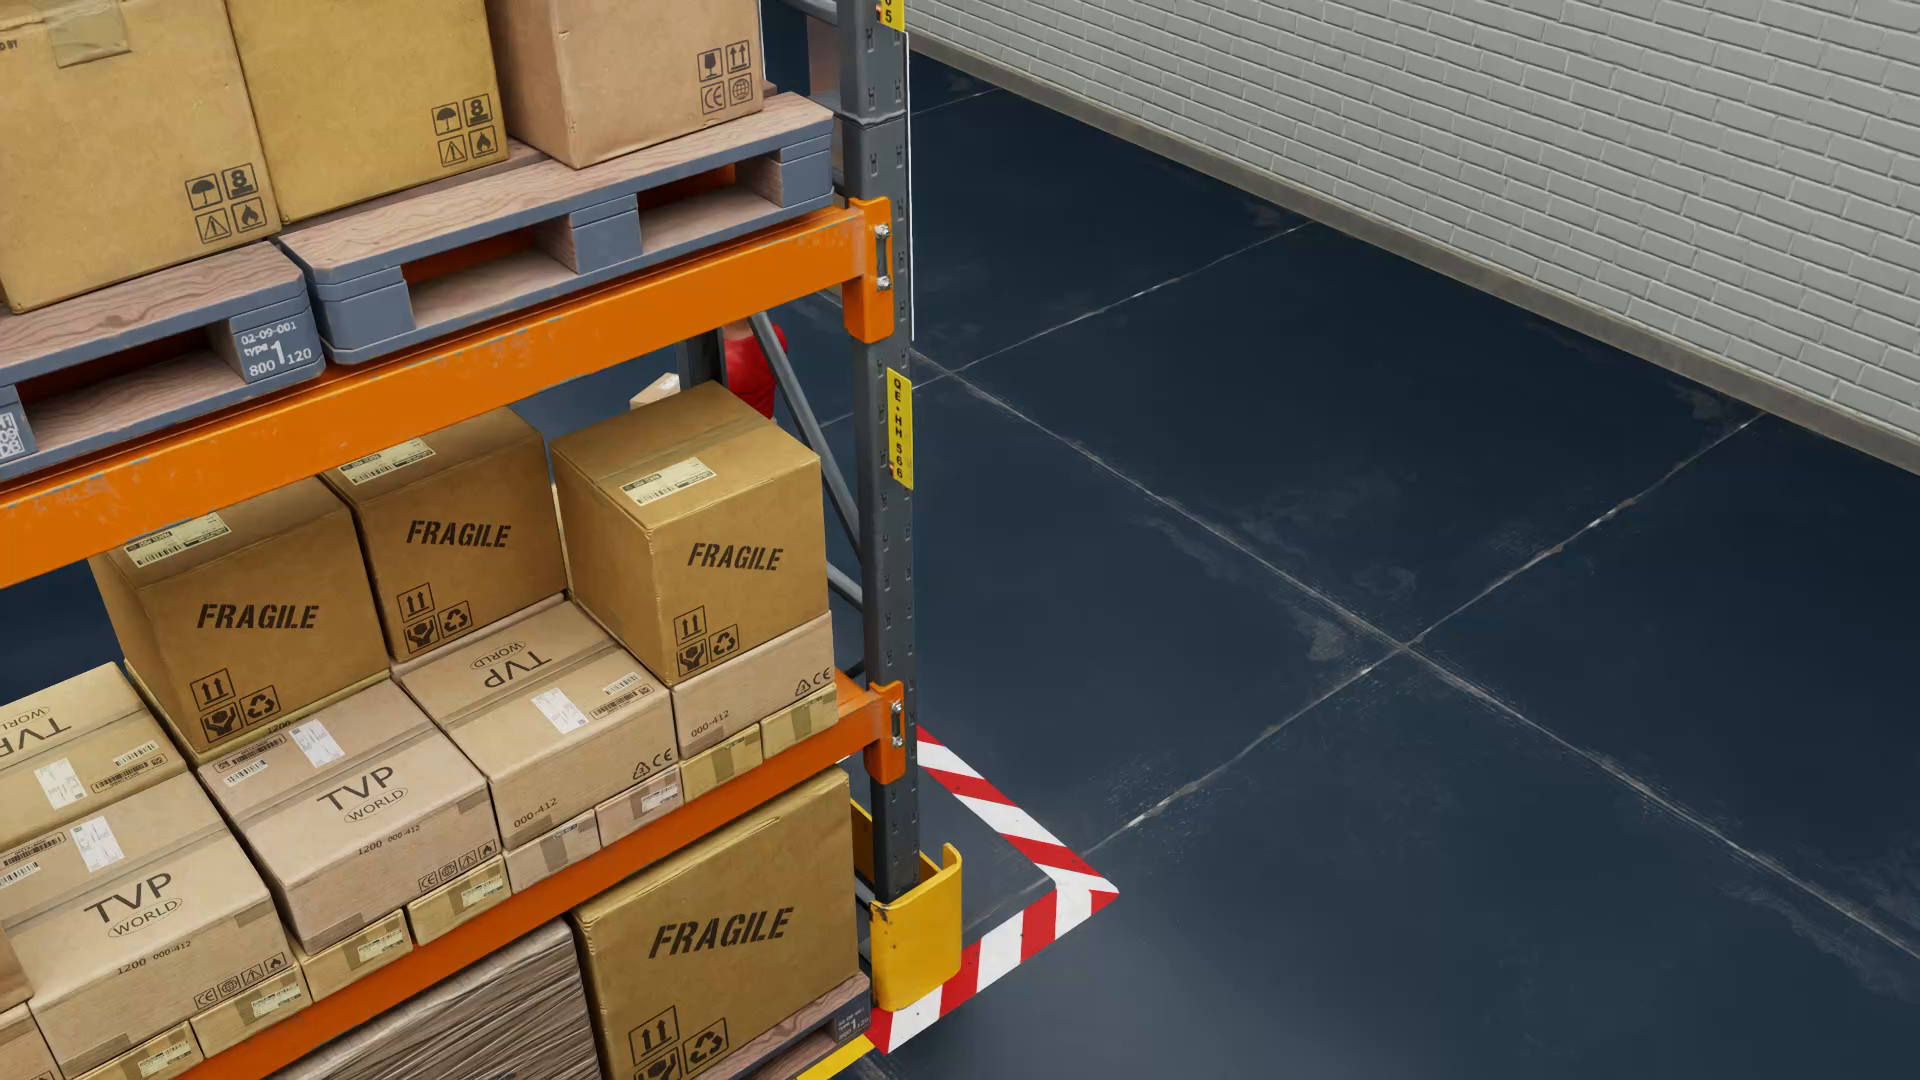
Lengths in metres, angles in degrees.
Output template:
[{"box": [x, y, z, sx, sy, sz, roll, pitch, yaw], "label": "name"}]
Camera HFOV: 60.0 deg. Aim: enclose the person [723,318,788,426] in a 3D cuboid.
[{"box": [-0.960, -0.294, 6.580, 0.530, 1.712, 0.494, 17, 39, 22], "label": "person"}]
